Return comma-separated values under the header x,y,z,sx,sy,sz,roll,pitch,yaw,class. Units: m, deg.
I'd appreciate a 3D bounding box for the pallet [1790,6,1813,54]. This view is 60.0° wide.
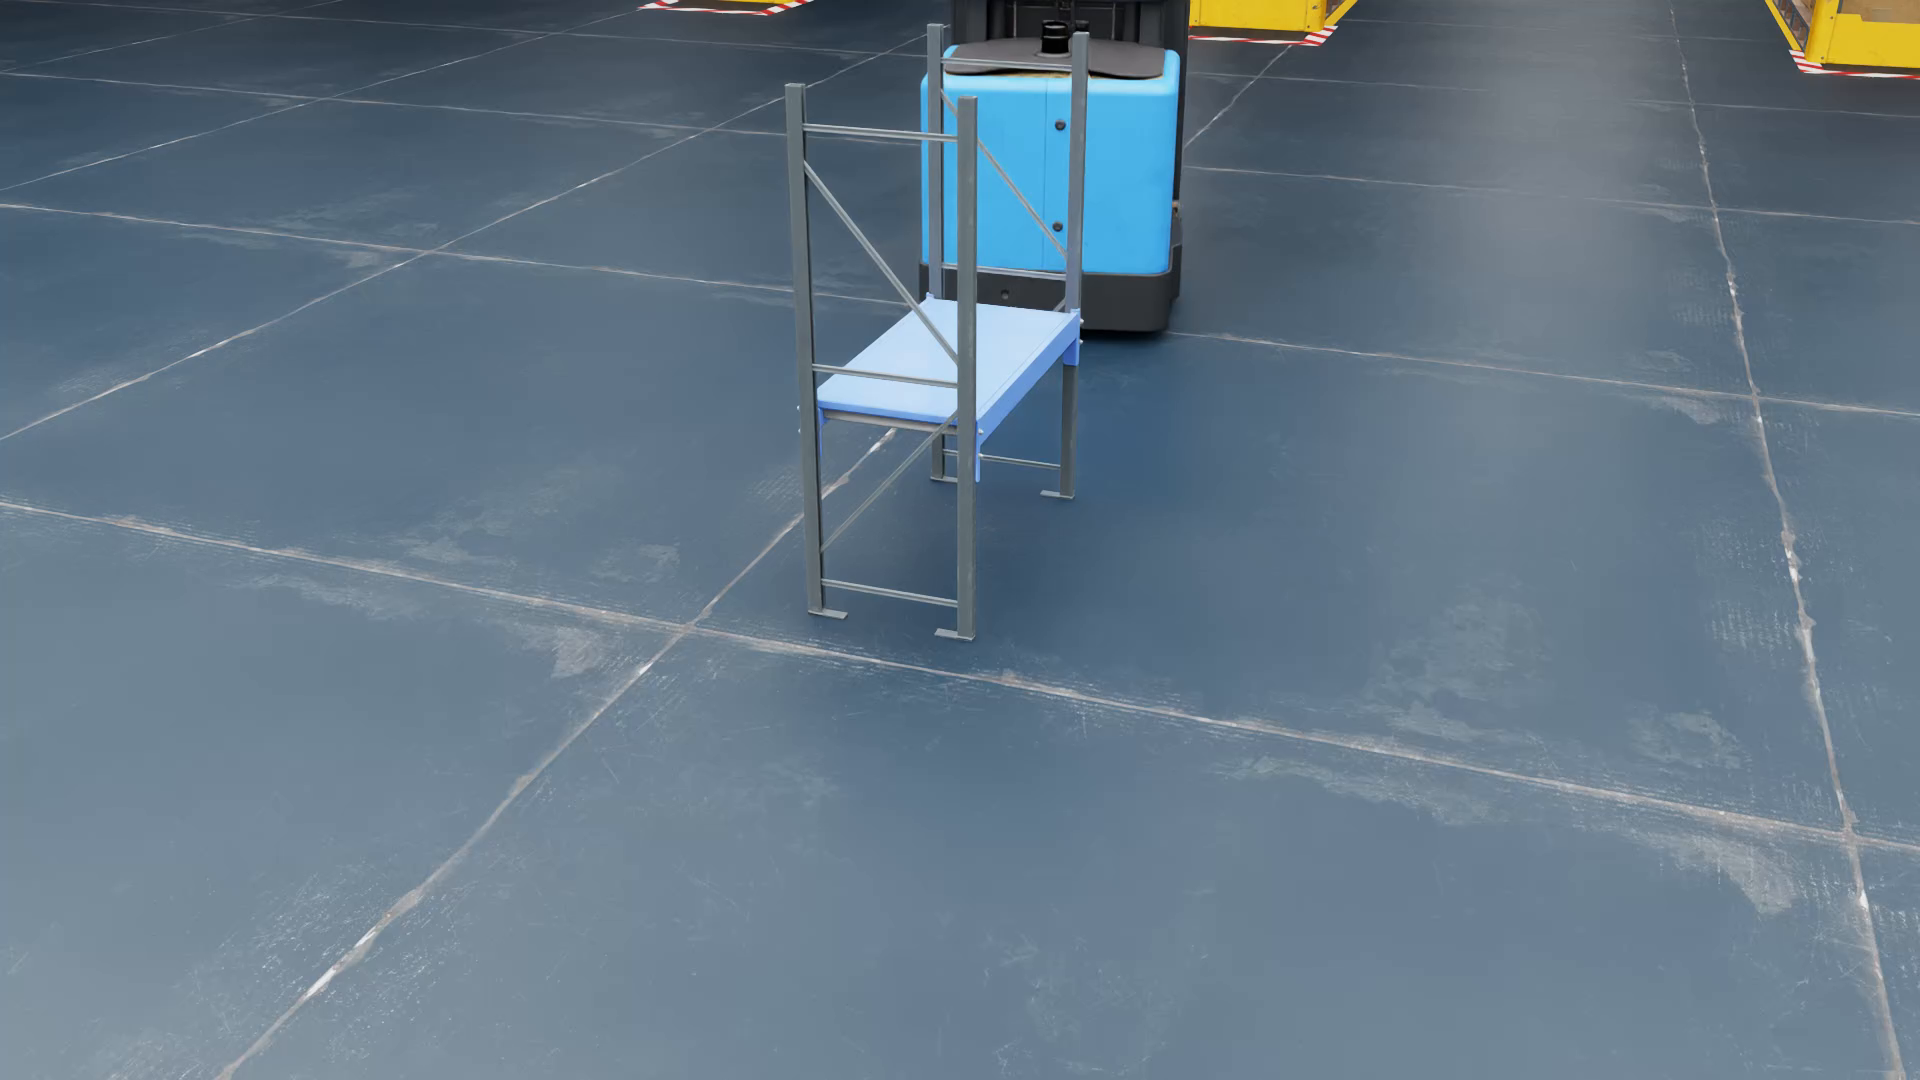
x,y,z,sx,sy,sz,roll,pitch,yaw,class
7.388,-4.137,13.552,1.003,0.211,1.213,9,27,17,pallet

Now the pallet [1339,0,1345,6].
x,y,z,sx,sy,sz,roll,pitch,yaw,class
3.288,-5.417,16.196,1.003,0.211,1.213,9,27,17,pallet

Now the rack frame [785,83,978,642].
x,y,z,sx,sy,sz,roll,pitch,yaw,class
-0.198,-0.431,4.419,0.500,1.500,0.032,9,27,17,rack frame

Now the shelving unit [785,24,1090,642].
x,y,z,sx,sy,sz,roll,pitch,yaw,class
-0.028,-0.640,4.851,0.538,1.500,1.048,9,27,17,shelving unit

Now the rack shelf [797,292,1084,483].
x,y,z,sx,sy,sz,roll,pitch,yaw,class
-0.028,-0.478,4.929,0.538,0.185,1.000,9,27,17,rack shelf

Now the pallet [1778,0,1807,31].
x,y,z,sx,sy,sz,roll,pitch,yaw,class
7.795,-4.636,14.584,1.003,0.211,1.213,9,27,17,pallet

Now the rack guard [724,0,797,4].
x,y,z,sx,sy,sz,roll,pitch,yaw,class
-2.138,-5.444,15.920,1.175,0.500,0.348,9,27,17,rack guard

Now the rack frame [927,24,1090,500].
x,y,z,sx,sy,sz,roll,pitch,yaw,class
0.141,-0.849,5.282,0.500,1.500,0.032,9,27,17,rack frame

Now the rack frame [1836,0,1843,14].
x,y,z,sx,sy,sz,roll,pitch,yaw,class
7.195,-5.052,12.242,1.000,3.000,0.127,9,27,17,rack frame

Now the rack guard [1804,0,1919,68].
x,y,z,sx,sy,sz,roll,pitch,yaw,class
7.187,-3.917,12.766,1.175,0.500,0.348,9,27,17,rack guard

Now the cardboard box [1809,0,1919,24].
x,y,z,sx,sy,sz,roll,pitch,yaw,class
7.359,-4.573,13.209,0.875,0.875,0.875,9,27,18,cardboard box

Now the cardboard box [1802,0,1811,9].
x,y,z,sx,sy,sz,roll,pitch,yaw,class
7.650,-4.935,13.956,0.875,0.875,0.875,8,27,17,cardboard box

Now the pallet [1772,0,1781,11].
x,y,z,sx,sy,sz,roll,pitch,yaw,class
8.200,-5.139,15.623,1.003,0.211,1.213,9,27,17,pallet

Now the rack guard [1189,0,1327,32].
x,y,z,sx,sy,sz,roll,pitch,yaw,class
2.577,-4.719,14.423,1.175,0.500,0.348,9,27,17,rack guard

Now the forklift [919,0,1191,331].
x,y,z,sx,sy,sz,roll,pitch,yaw,class
0.533,-2.792,7.654,1.130,2.935,3.031,3,26,7,forklift

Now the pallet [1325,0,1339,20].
x,y,z,sx,sy,sz,roll,pitch,yaw,class
2.881,-4.918,15.164,1.003,0.211,1.213,9,27,17,pallet
